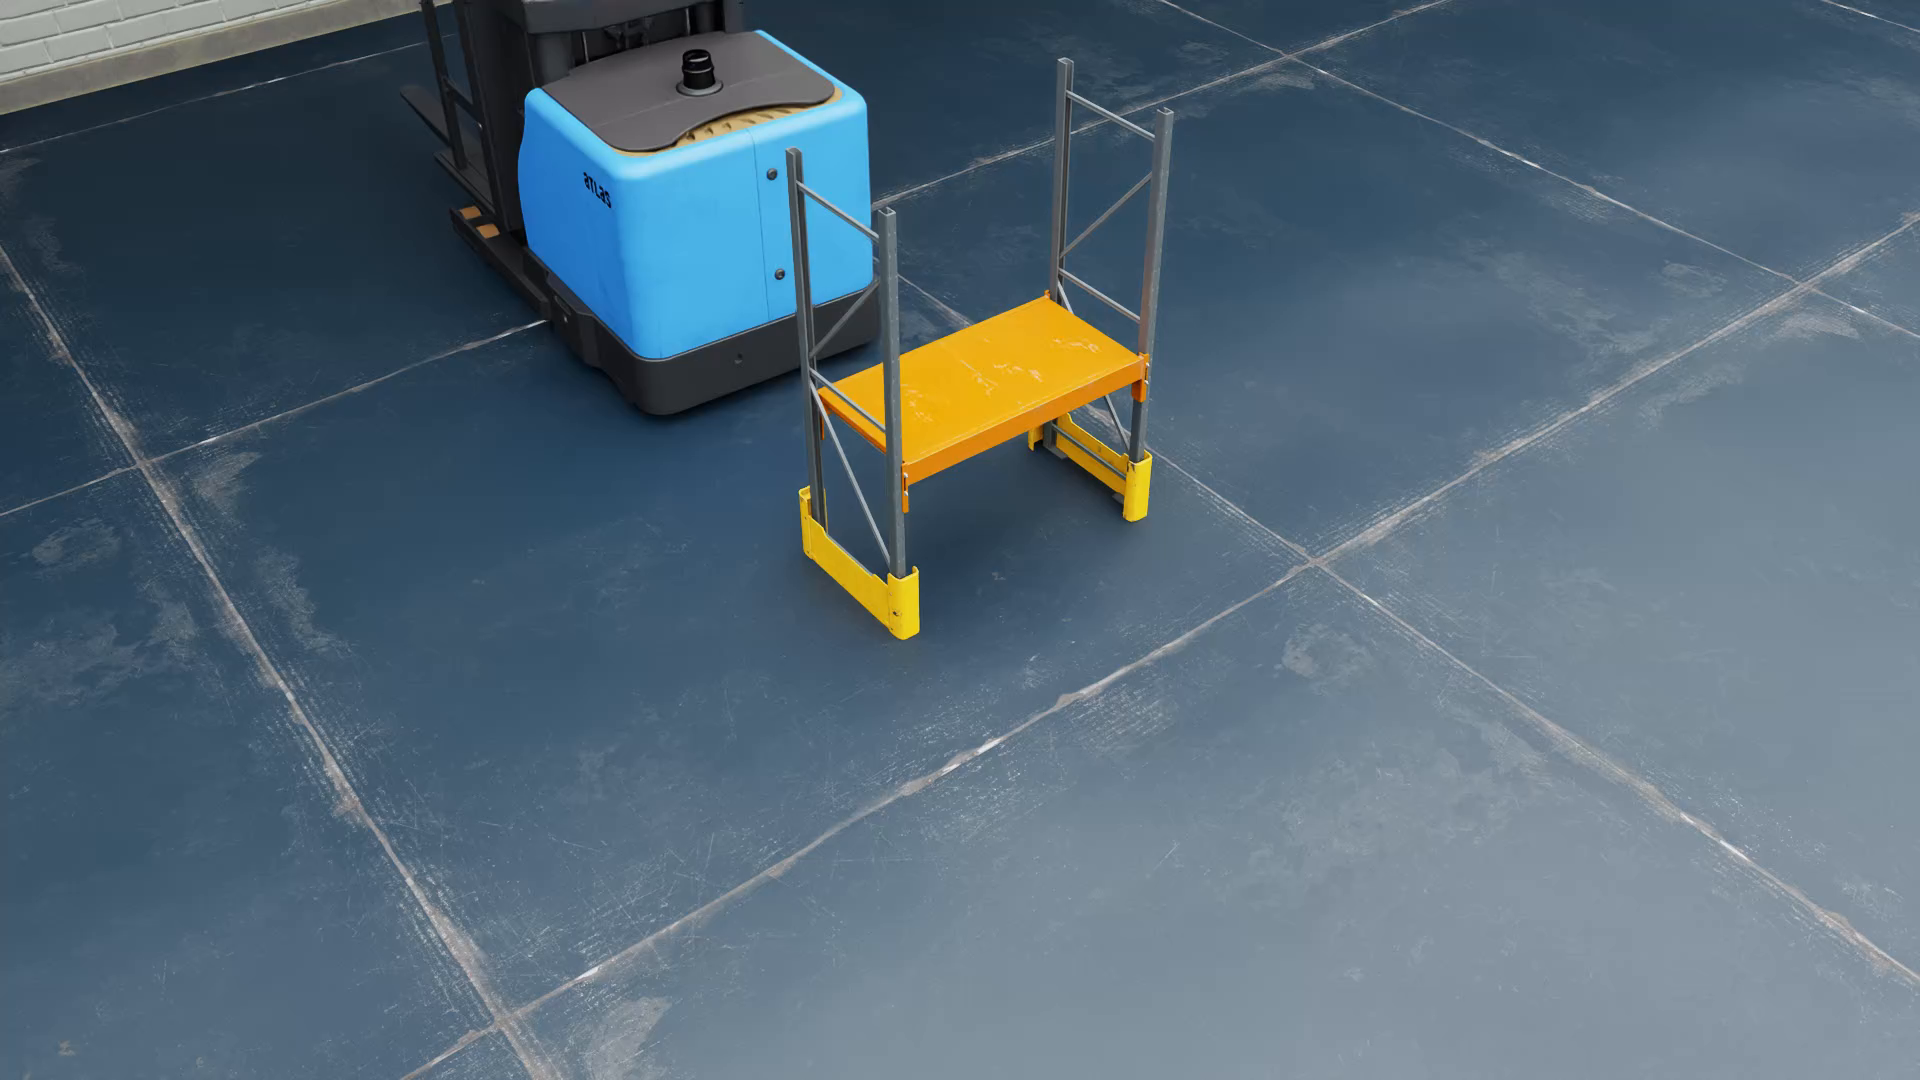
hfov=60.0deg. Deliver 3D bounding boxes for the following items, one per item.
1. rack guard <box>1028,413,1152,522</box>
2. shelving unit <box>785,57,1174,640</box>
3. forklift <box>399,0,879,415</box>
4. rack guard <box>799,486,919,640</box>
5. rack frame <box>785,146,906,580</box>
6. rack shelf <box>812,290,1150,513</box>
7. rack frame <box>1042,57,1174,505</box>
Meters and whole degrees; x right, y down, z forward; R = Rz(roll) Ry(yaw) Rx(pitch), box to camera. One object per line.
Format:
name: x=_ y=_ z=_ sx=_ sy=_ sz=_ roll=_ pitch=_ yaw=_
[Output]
rack guard: x=0.455 y=-0.319 z=5.941 sx=0.087 sy=0.250 sz=0.587 roll=-26 pitch=46 yaw=-28
shelving unit: x=0.060 y=-0.609 z=5.310 sx=1.083 sy=1.500 sz=0.587 roll=-26 pitch=46 yaw=-28
forklift: x=-1.580 y=-2.494 z=6.479 sx=1.130 sy=2.935 sz=3.031 roll=-24 pitch=45 yaw=-26
rack guard: x=-0.334 y=0.066 z=5.472 sx=0.087 sy=0.250 sz=0.587 roll=-26 pitch=46 yaw=-28
rack frame: x=-0.335 y=-0.416 z=5.075 sx=0.032 sy=1.500 sz=0.500 roll=-26 pitch=46 yaw=-28
rack shelf: x=0.068 y=-0.474 z=5.429 sx=1.000 sy=0.185 sz=0.538 roll=-26 pitch=46 yaw=-28
rack frame: x=0.471 y=-0.809 z=5.554 sx=0.032 sy=1.500 sz=0.500 roll=-26 pitch=46 yaw=-28
